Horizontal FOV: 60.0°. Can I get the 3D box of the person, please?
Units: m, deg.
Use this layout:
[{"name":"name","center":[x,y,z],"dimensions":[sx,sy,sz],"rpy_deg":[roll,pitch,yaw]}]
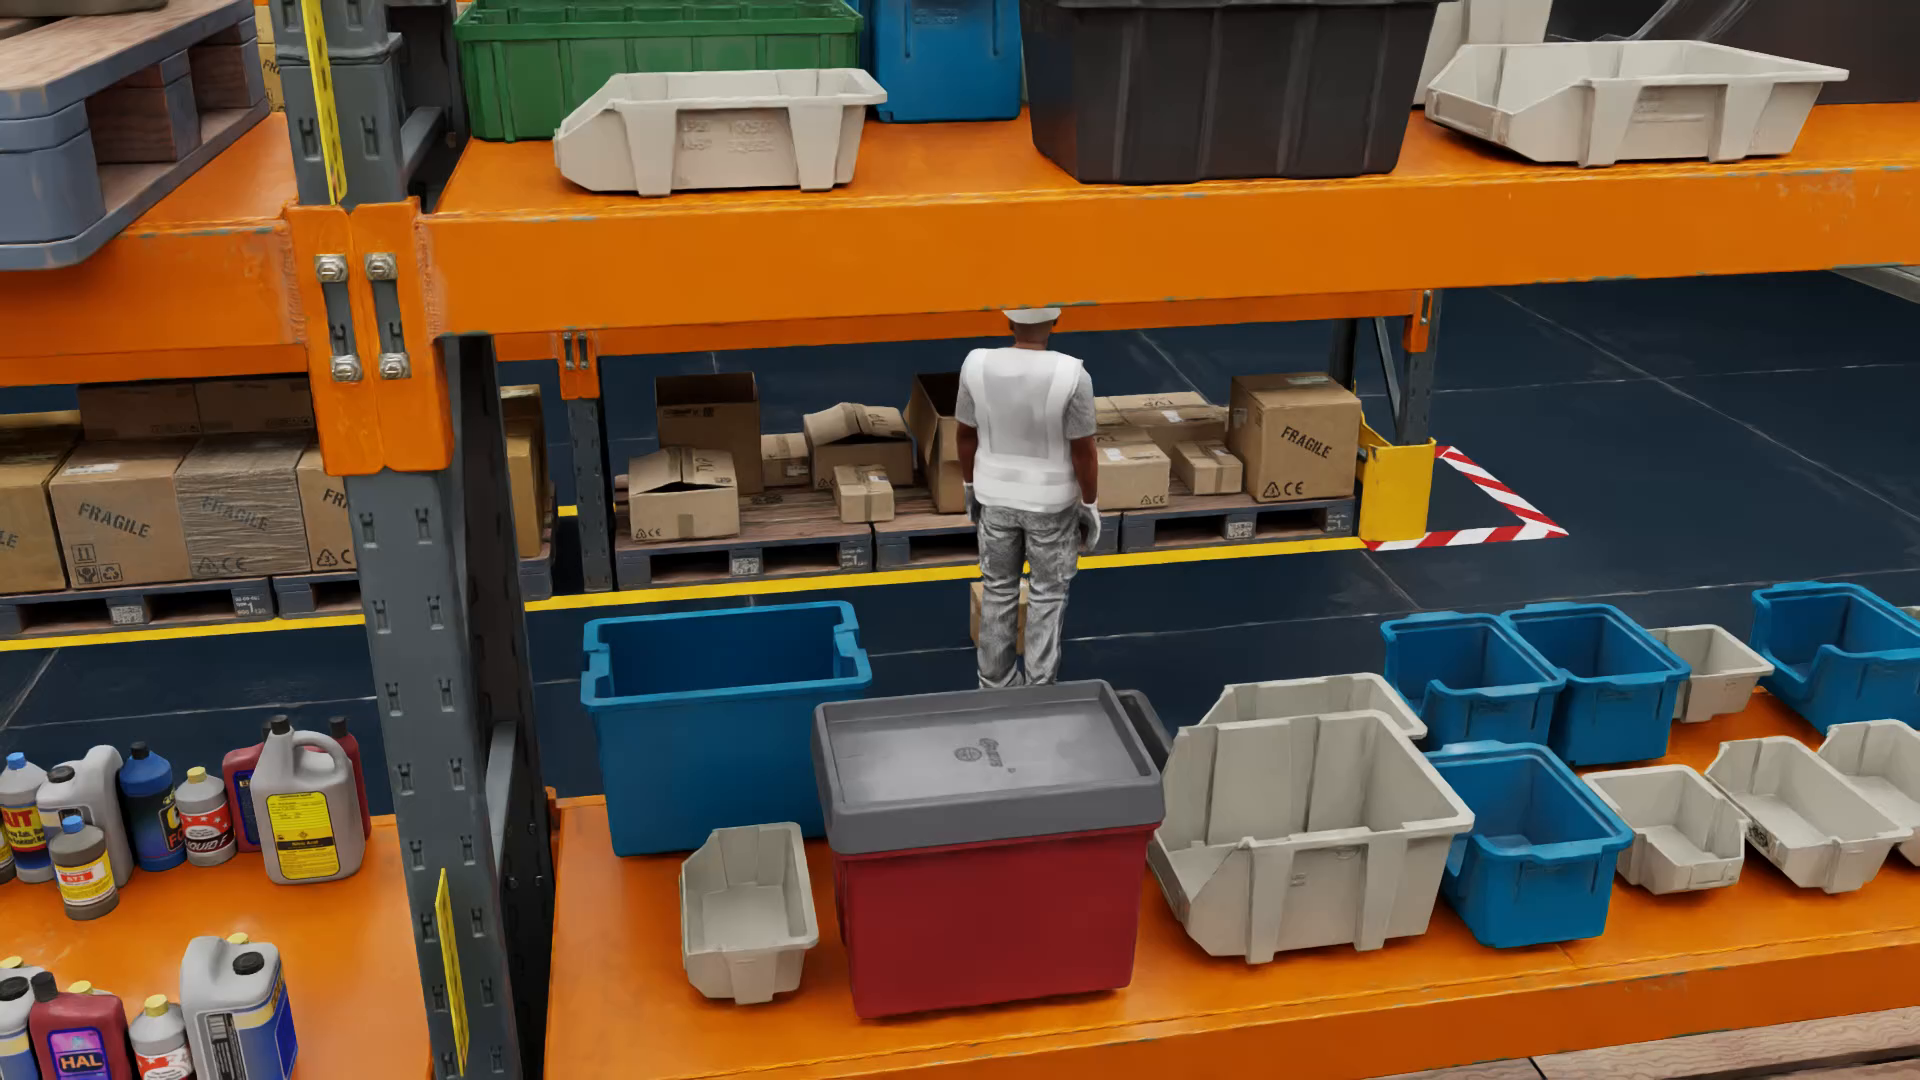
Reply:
[{"name":"person","center":[0.266,-0.157,6.391],"dimensions":[0.575,1.783,0.381],"rpy_deg":[7,24,16]}]
